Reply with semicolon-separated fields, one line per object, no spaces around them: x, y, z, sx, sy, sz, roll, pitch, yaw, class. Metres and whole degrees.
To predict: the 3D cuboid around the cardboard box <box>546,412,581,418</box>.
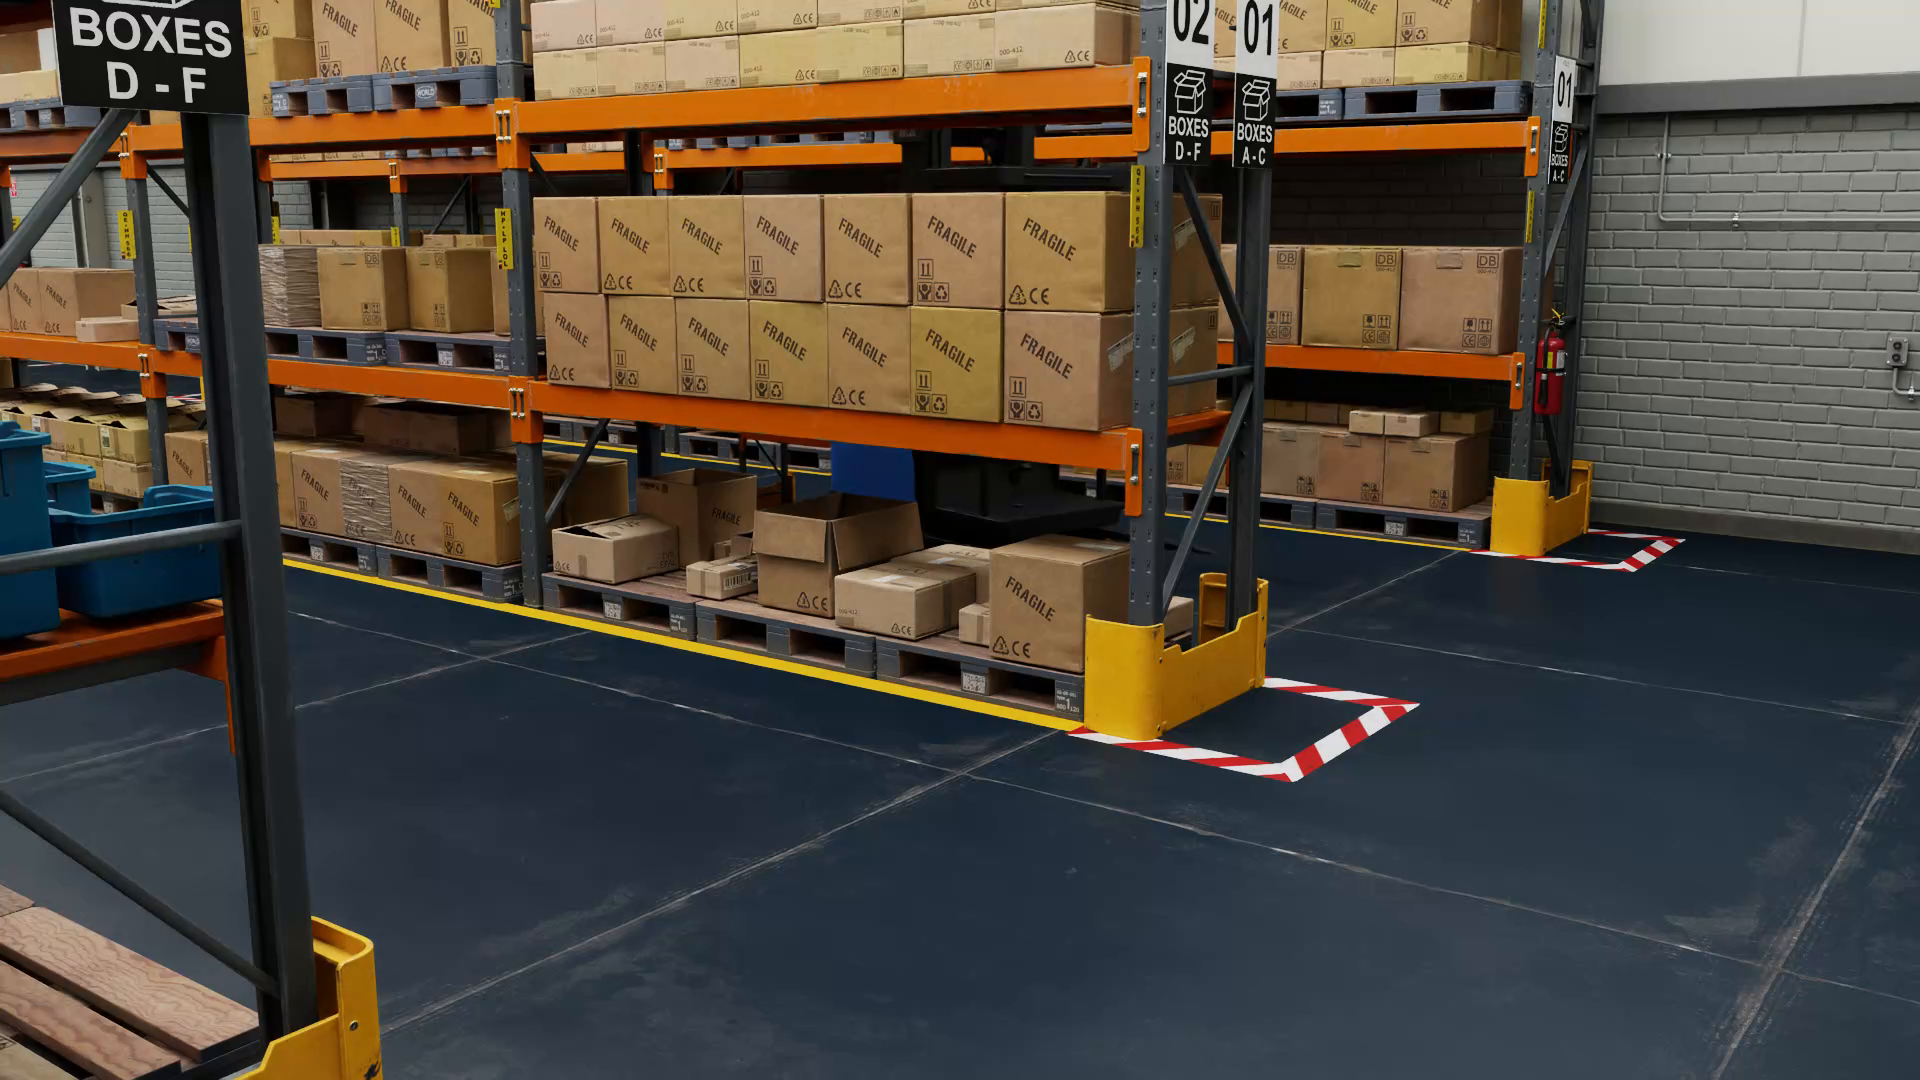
-3.831;-1.557;17.103;0.500;0.500;0.700;8;13;35;cardboard box

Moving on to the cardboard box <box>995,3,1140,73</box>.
0.493;-2.126;7.120;0.500;0.250;0.500;8;13;36;cardboard box

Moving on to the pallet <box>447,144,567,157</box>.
-4.408;-3.996;16.886;1.003;0.211;1.213;8;13;36;pallet

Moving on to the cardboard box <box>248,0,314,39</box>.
-4.215;-3.457;10.709;0.500;0.500;0.500;8;13;36;cardboard box

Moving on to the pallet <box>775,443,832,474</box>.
-0.886;-0.761;14.910;1.213;0.211;1.003;8;13;36;pallet

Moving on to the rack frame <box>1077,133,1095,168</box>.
0.768;-1.918;13.548;0.127;3.000;1.000;8;13;36;rack frame

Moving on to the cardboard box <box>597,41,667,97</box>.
-1.515;-2.409;8.583;0.500;0.250;0.500;8;13;36;cardboard box

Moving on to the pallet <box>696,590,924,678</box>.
-0.621;0.424;8.782;1.213;0.211;1.003;8;13;36;pallet

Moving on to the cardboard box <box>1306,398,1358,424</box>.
2.772;-0.959;12.359;0.250;0.149;0.380;8;14;36;cardboard box

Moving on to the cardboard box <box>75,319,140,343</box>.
-6.273;-1.545;12.278;0.250;0.149;0.380;8;13;36;cardboard box

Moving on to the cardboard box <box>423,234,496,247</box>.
-5.290;-3.020;17.823;0.500;0.500;0.700;8;14;36;cardboard box

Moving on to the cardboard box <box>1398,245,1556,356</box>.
3.575;-1.672;11.483;0.700;0.700;0.980;9;14;38;cardboard box

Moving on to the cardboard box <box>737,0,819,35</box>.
-0.713;-2.541;7.949;0.500;0.250;0.500;8;13;36;cardboard box

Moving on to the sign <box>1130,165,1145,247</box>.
0.718;-1.351;6.733;0.005;0.325;0.100;8;13;36;sign

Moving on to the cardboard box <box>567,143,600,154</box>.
-3.446;-4.061;16.402;0.637;0.503;0.797;11;15;43;cardboard box

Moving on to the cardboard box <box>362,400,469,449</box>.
-3.617;-0.777;11.096;0.500;0.250;0.500;8;13;34;cardboard box

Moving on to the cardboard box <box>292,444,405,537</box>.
-3.937;-0.330;10.761;0.500;0.500;0.500;7;13;34;cardboard box

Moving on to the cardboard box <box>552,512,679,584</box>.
-1.951;0.025;9.424;0.500;0.311;0.500;8;13;36;cardboard box

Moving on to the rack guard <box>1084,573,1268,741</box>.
1.002;0.509;7.583;0.348;0.500;1.175;8;13;36;rack guard

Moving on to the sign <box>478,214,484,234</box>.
-5.354;-3.471;18.528;0.005;0.325;0.100;8;13;36;sign

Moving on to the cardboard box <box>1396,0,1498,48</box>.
3.241;-3.532;11.041;0.500;0.500;0.500;8;13;35;cardboard box

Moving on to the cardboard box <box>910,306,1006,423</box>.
0.121;-0.825;7.635;0.500;0.500;0.500;8;14;36;cardboard box

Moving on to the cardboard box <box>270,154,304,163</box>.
-7.505;-4.542;18.899;0.500;0.500;0.500;9;14;39;cardboard box

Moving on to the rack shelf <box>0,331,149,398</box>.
-6.997;-1.481;13.181;4.000;0.370;1.077;8;13;36;rack shelf

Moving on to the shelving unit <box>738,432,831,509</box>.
-1.090;-0.922;12.345;1.083;1.500;0.587;8;14;36;shelving unit

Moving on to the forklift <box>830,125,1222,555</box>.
0.380;-1.333;10.705;1.130;2.935;3.031;-8;14;-37;forklift

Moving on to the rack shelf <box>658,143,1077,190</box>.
-0.844;-3.263;14.493;4.000;0.370;1.077;8;13;36;rack shelf

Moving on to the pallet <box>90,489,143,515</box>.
-6.025;-0.339;12.724;1.213;0.211;1.003;8;13;36;pallet

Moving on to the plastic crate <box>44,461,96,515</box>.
-2.407;-0.051;4.180;0.300;0.233;0.416;8;13;36;plastic crate

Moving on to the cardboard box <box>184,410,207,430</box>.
-5.633;-0.845;12.655;0.500;0.311;0.500;9;14;37;cardboard box

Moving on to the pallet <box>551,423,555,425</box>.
-5.052;-1.361;18.010;1.213;0.211;1.003;8;13;36;pallet

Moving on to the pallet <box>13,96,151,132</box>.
-5.985;-3.052;12.007;1.003;0.211;1.213;9;14;38;pallet

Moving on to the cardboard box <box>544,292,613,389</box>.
-1.911;-1.110;9.104;0.500;0.500;0.500;8;14;37;cardboard box

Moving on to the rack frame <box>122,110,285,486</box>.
-5.385;-1.609;11.950;0.127;3.000;1.000;8;13;36;rack frame

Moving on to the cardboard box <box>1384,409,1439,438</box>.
3.157;-0.816;11.617;0.250;0.149;0.380;8;13;35;cardboard box

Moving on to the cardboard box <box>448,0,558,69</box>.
-2.523;-3.004;9.633;0.600;0.600;0.600;6;13;30;cardboard box

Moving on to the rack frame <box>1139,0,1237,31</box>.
1.063;-3.655;6.731;0.127;3.000;1.000;8;13;36;rack frame

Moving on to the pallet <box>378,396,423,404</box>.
-6.242;-1.519;18.824;1.213;0.211;1.003;8;13;36;pallet

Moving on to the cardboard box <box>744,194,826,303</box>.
-0.701;-1.430;8.127;0.500;0.500;0.500;8;14;37;cardboard box

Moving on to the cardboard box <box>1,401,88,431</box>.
-7.184;-0.933;13.113;0.500;0.311;0.500;8;14;37;cardboard box

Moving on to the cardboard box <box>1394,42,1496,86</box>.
3.245;-3.165;11.119;0.500;0.250;0.500;8;14;37;cardboard box

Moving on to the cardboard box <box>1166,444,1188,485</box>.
1.713;-0.740;12.935;0.500;0.500;0.700;8;13;35;cardboard box

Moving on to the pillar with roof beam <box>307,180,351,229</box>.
-10.376;-5.607;16.823;0.400;9.000;9.100;8;13;36;pillar with roof beam

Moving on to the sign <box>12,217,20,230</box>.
-8.296;-2.673;14.607;0.005;0.325;0.100;8;13;36;sign

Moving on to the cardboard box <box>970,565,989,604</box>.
0.390;0.263;8.351;0.500;0.250;0.500;8;13;36;cardboard box

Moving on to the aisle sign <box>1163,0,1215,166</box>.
0.937;-1.931;6.772;0.004;0.787;0.394;8;13;36;aisle sign

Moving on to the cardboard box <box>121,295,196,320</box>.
-5.991;-1.696;12.632;0.500;0.311;0.500;8;13;35;cardboard box

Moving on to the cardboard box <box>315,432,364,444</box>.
-4.075;-0.470;11.487;0.500;0.500;0.500;7;13;34;cardboard box

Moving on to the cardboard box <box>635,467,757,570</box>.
-1.534;-0.128;9.715;0.500;0.500;0.500;8;13;36;cardboard box

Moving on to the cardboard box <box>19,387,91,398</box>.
-7.690;-1.131;14.137;0.500;0.311;0.500;8;14;37;cardboard box

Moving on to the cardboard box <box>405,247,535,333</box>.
-3.002;-1.570;10.378;0.700;0.500;0.500;-11;15;-44;cardboard box
